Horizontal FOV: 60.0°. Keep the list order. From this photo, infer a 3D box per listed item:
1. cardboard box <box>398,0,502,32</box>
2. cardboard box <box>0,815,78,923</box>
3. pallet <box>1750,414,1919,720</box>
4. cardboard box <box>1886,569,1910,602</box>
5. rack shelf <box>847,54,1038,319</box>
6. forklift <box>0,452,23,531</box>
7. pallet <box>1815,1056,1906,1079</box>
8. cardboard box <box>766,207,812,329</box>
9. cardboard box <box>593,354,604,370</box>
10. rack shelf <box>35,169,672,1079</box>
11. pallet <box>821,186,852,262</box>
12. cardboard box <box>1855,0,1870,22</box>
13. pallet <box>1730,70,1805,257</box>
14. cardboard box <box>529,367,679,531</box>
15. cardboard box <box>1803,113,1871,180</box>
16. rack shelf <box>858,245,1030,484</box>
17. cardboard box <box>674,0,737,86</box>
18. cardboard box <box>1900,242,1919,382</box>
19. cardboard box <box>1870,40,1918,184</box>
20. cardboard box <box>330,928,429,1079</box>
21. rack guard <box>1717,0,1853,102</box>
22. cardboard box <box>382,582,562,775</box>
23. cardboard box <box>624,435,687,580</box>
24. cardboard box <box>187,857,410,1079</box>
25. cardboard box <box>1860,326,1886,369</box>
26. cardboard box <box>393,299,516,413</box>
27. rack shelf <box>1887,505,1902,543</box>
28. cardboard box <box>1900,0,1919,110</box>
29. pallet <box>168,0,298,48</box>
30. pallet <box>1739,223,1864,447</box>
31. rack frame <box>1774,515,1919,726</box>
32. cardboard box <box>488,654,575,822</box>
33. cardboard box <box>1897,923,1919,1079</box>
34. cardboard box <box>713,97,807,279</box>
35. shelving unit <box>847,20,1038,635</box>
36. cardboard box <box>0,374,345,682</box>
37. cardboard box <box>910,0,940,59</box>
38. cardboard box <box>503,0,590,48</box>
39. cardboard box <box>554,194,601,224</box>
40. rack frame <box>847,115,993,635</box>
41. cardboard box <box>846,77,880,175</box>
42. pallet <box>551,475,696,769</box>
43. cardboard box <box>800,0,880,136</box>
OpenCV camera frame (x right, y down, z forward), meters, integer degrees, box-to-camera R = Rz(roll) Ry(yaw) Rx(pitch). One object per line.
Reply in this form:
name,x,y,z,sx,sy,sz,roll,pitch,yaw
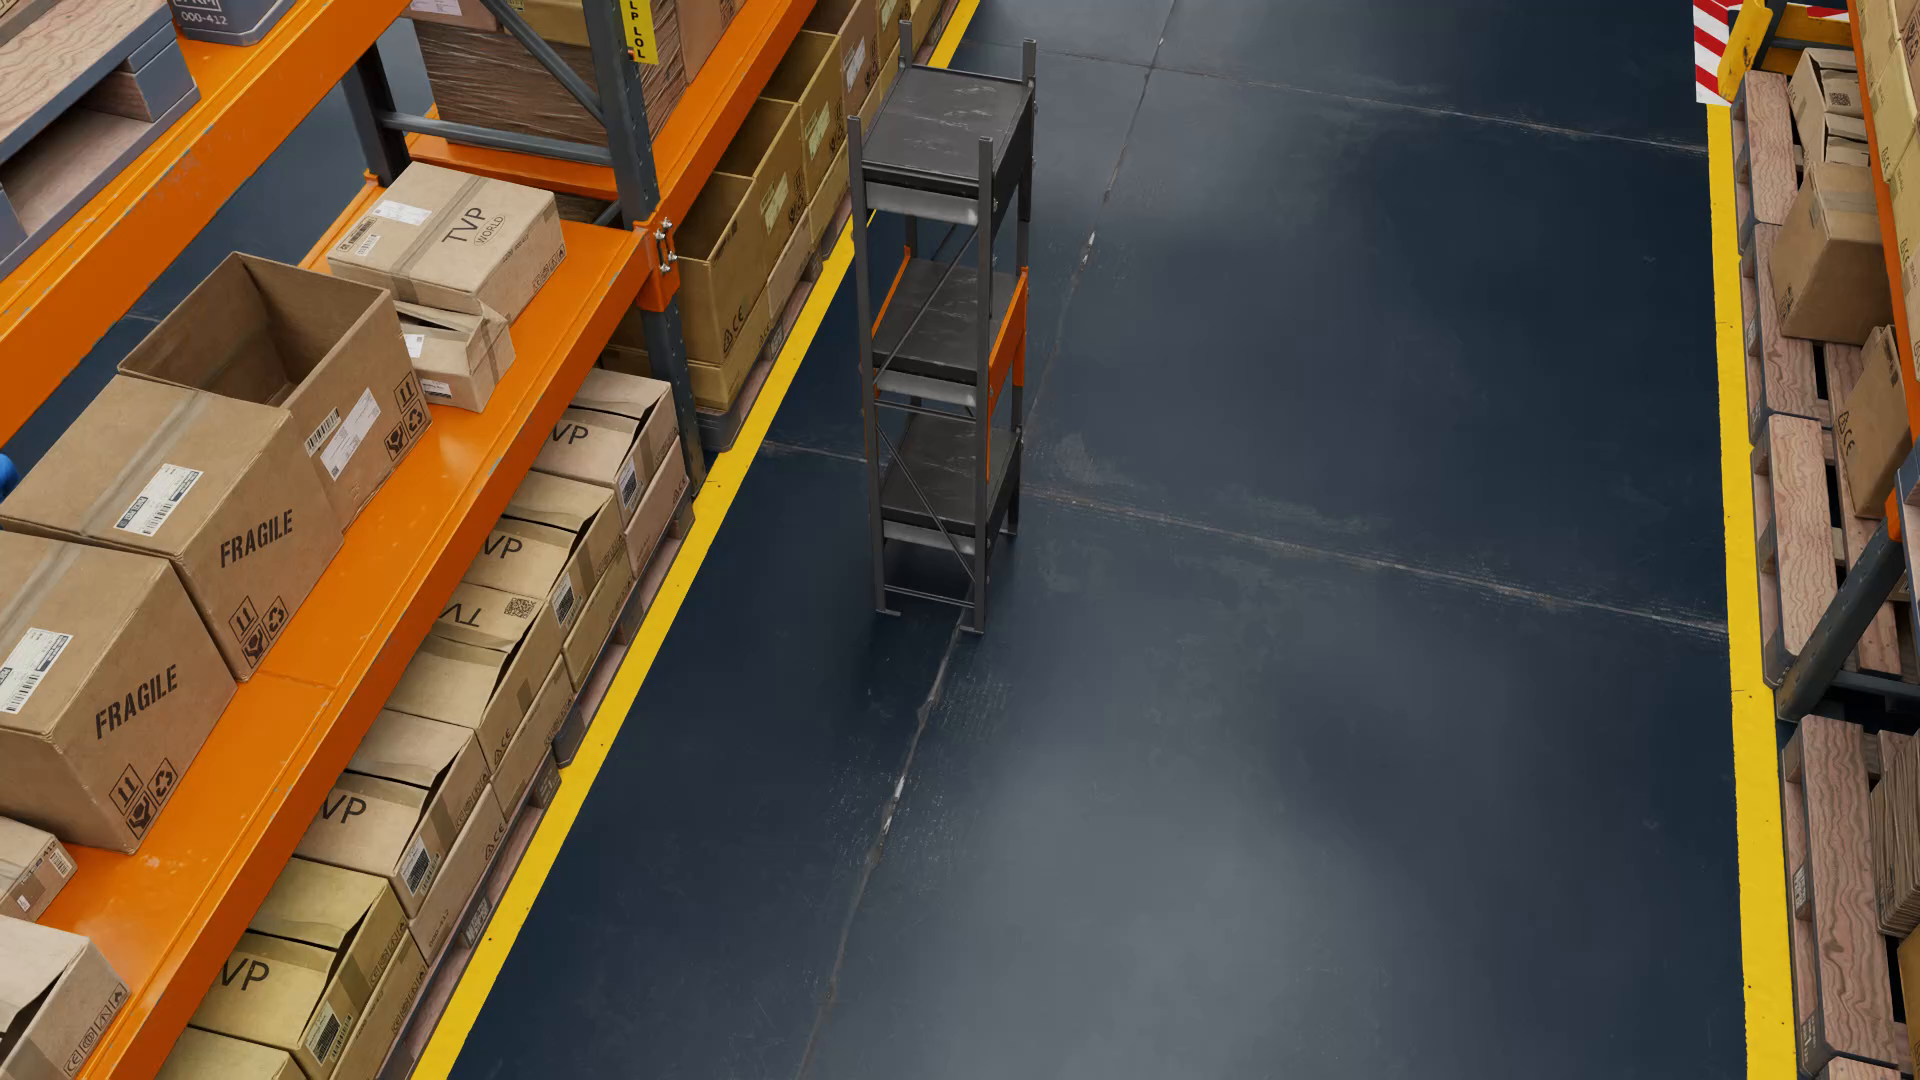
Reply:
cardboard box,-1.617,-1.780,5.321,0.380,0.149,0.250,12,50,10
cardboard box,-2.254,0.749,3.756,0.380,0.149,0.250,15,50,13
pallet,3.440,0.111,6.011,1.003,0.211,1.213,12,50,10
cardboard box,3.410,0.080,5.775,0.380,0.166,0.250,6,49,5
rack shelf,-0.044,-1.029,4.842,0.431,0.518,0.480,12,50,10
forklift,-3.769,0.439,3.908,1.130,2.935,3.031,12,50,11
pallet,2.775,2.053,4.297,1.003,0.211,1.213,12,50,10
cardboard box,-0.931,-1.159,6.826,0.500,0.250,0.500,12,50,10
cardboard box,-1.571,-0.901,6.599,0.500,0.250,0.500,12,50,10
rack shelf,-2.009,0.391,4.384,1.077,0.370,4.000,12,50,10
pallet,-0.913,-1.823,7.718,1.003,0.211,1.213,12,50,10
cardboard box,3.653,-2.133,6.218,0.500,0.250,0.500,11,49,9
pallet,4.083,-1.654,7.569,1.003,0.211,1.213,12,50,10
cardboard box,-1.312,-0.359,5.746,0.500,0.311,0.500,12,50,10
cardboard box,3.932,-1.573,7.137,0.500,0.311,0.500,15,50,13
rack shelf,-0.044,-0.566,5.367,0.431,0.518,0.480,12,50,10
cardboard box,-1.239,-2.032,5.976,0.700,0.500,0.500,11,50,10
cardboard box,3.130,-0.678,4.934,0.500,0.250,0.500,12,50,10
cardboard box,3.387,-1.404,5.575,0.500,0.250,0.500,11,50,10
cardboard box,-1.851,1.309,4.648,0.500,0.250,0.500,10,49,9
rack guard,4.331,-2.330,7.973,1.175,0.500,0.348,12,50,10
cardboard box,-1.577,0.379,5.094,0.500,0.311,0.500,11,50,10
cardboard box,-1.312,-0.165,5.949,0.500,0.250,0.500,11,50,10
cardboard box,-1.847,1.114,4.446,0.500,0.311,0.500,10,49,9
cardboard box,3.738,-0.674,6.452,0.380,0.149,0.250,8,49,7
cardboard box,-1.537,-0.577,4.848,0.396,0.266,0.258,10,49,9
rack shelf,2.771,1.366,3.524,1.077,0.370,4.000,12,50,10
cardboard box,3.393,-1.651,5.293,0.500,0.500,0.500,10,49,9
pallet,-1.702,-1.582,3.773,0.805,0.209,1.217,10,49,9
pallet,3.760,-0.774,6.792,1.003,0.211,1.213,12,50,10
rack frame,3.298,-0.319,4.531,1.000,3.000,0.127,12,50,10
cardboard box,-1.581,0.570,5.300,0.500,0.250,0.500,13,50,11
cardboard box,3.032,1.282,4.491,0.700,0.500,0.500,11,49,9
cardboard box,-0.934,-1.408,6.545,0.500,0.500,0.500,12,50,10
shelving unit,-0.044,-0.575,5.357,0.431,2.100,0.503,12,50,10
cardboard box,-1.971,-0.031,4.210,0.500,0.500,0.500,12,50,10
cardboard box,-0.406,-2.606,8.103,0.500,0.250,0.500,12,50,10
cardboard box,-1.225,-1.697,5.248,0.380,0.149,0.250,11,50,10
cardboard box,-1.428,-1.509,6.635,0.500,0.500,0.500,12,50,10
rack frame,-0.108,-0.399,5.201,0.400,2.100,0.015,12,50,10
cardboard box,-0.669,-1.882,7.464,0.500,0.250,0.500,12,50,10
pallet,-1.639,0.170,5.959,1.003,0.211,1.213,12,50,10
cardboard box,-0.665,-2.130,7.183,0.500,0.500,0.500,12,50,10
